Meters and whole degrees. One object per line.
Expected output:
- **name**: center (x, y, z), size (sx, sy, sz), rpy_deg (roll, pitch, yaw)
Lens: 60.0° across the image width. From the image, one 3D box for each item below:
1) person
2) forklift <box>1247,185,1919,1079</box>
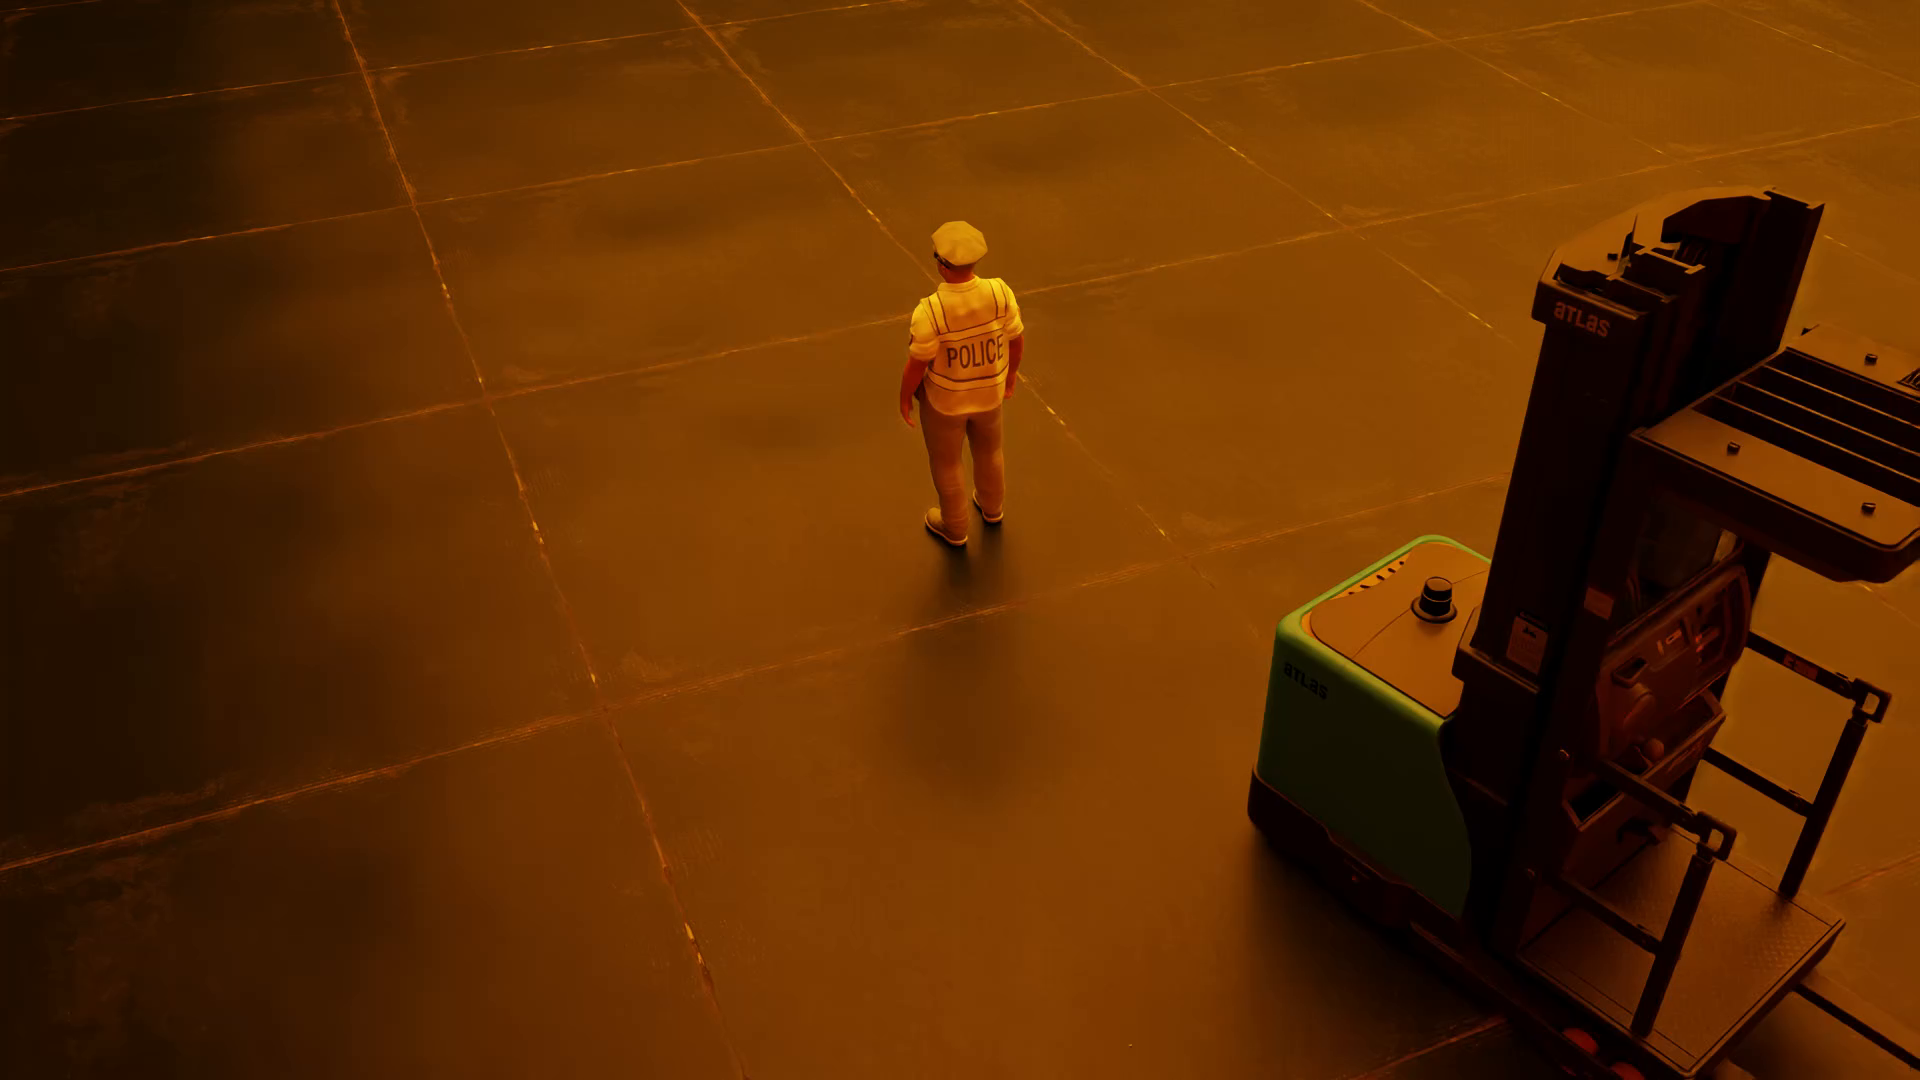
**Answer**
- **person**: center (-0.020, -0.777, 8.169), size (0.641, 1.780, 0.574), rpy_deg (-14, 38, -19)
- **forklift**: center (2.523, 0.469, 5.440), size (1.130, 2.935, 3.031), rpy_deg (-26, 43, -31)
